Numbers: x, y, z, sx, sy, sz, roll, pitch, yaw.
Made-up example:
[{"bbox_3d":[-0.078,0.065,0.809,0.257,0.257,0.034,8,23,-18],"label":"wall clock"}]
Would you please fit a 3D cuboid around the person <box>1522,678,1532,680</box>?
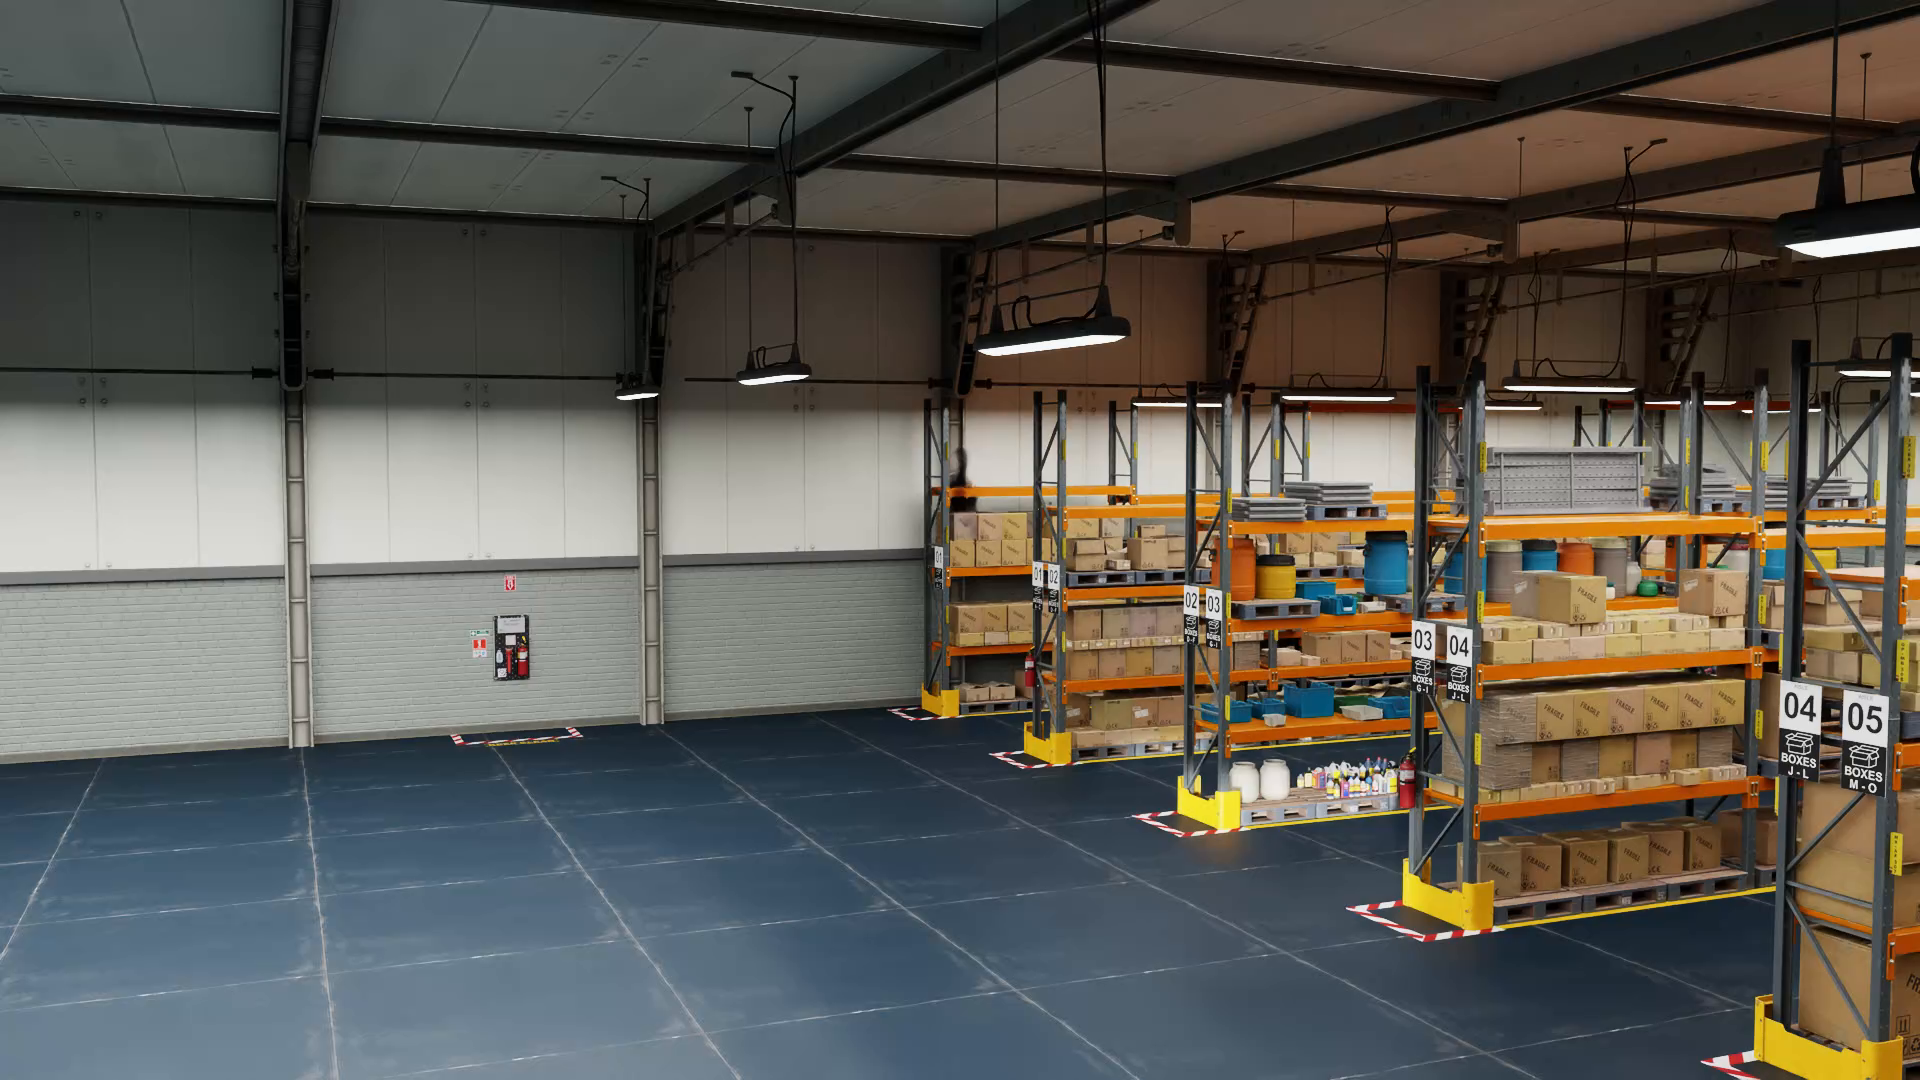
[{"bbox_3d":[9.094,2.708,27.231,0.812,1.754,0.633,-1,4,-20],"label":"person"}]
